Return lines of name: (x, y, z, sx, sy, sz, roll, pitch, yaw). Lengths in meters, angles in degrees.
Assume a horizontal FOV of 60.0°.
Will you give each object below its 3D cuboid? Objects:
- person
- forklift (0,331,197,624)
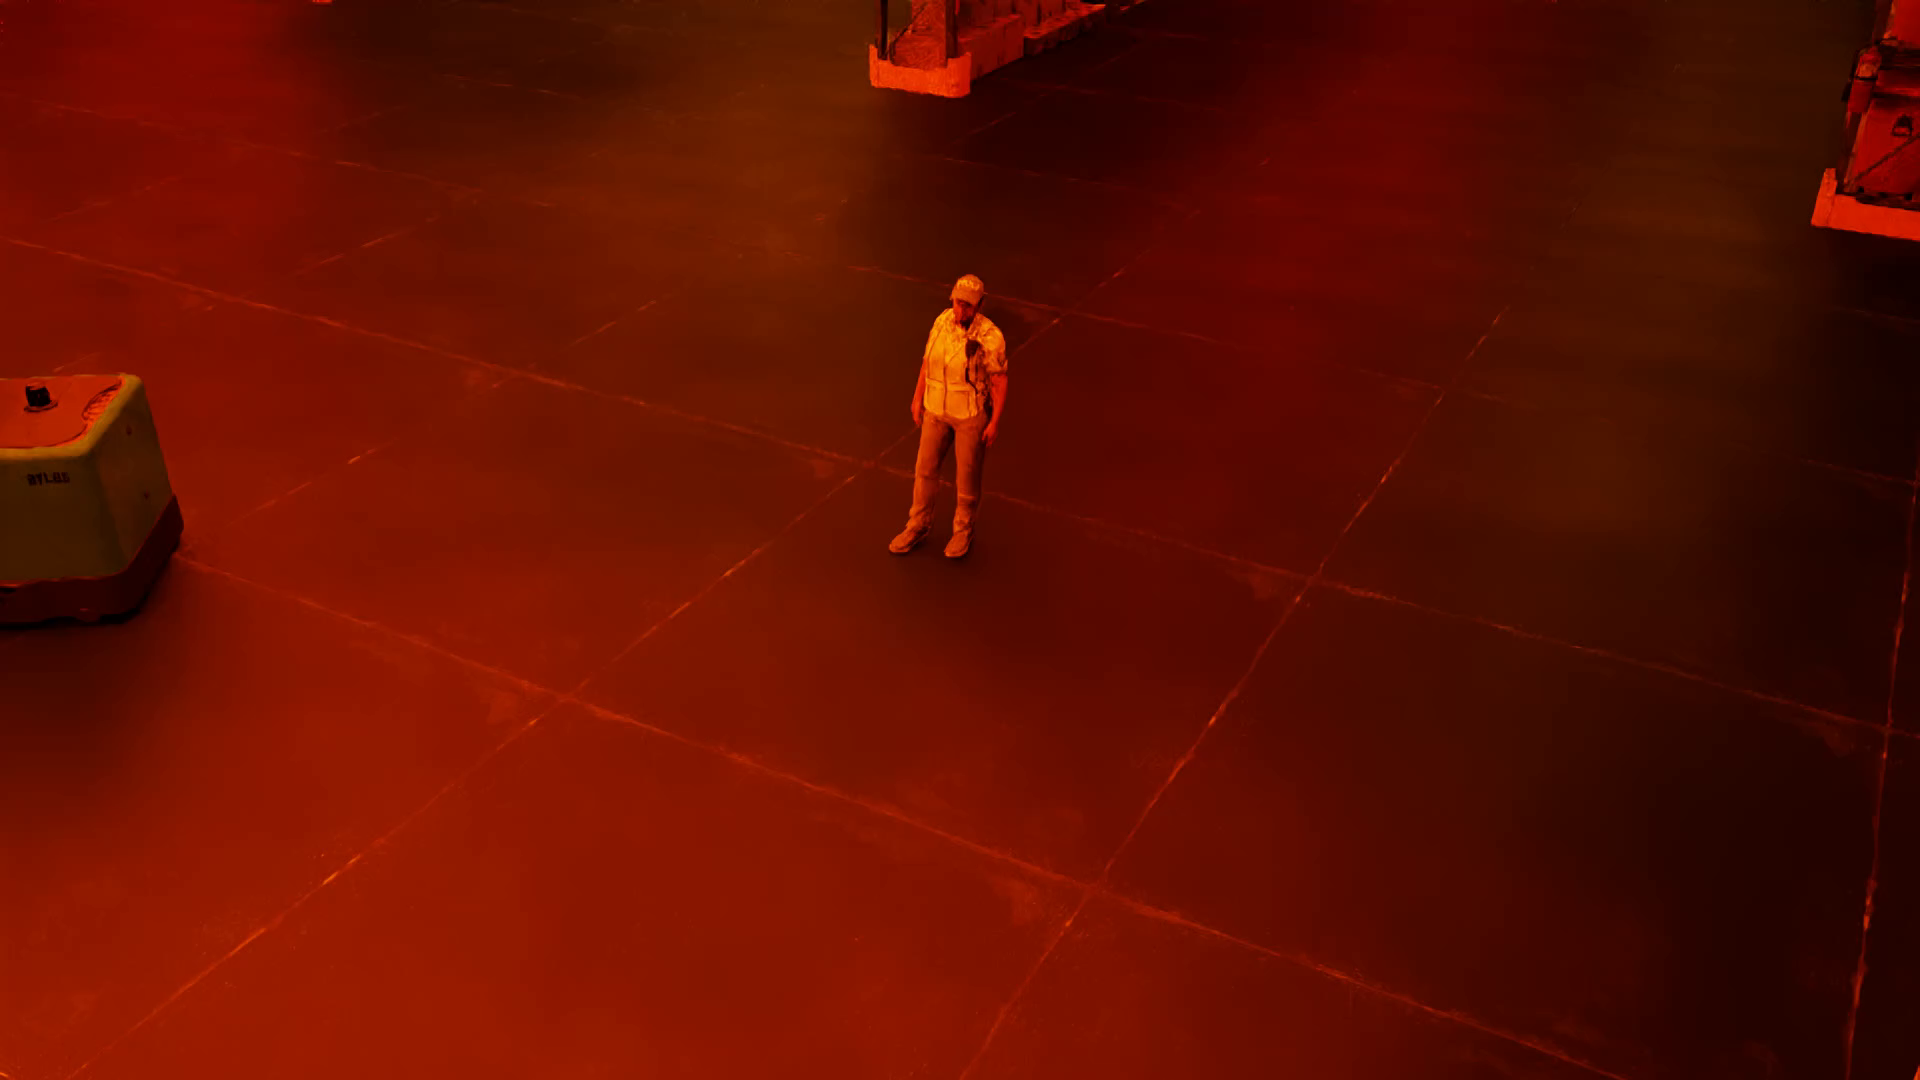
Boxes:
person: (-0.057, -0.700, 9.534, 0.598, 1.669, 0.529, 15, 33, 25)
forklift: (-6.041, -0.987, 8.780, 3.031, 2.935, 1.130, -3, 30, -6)
